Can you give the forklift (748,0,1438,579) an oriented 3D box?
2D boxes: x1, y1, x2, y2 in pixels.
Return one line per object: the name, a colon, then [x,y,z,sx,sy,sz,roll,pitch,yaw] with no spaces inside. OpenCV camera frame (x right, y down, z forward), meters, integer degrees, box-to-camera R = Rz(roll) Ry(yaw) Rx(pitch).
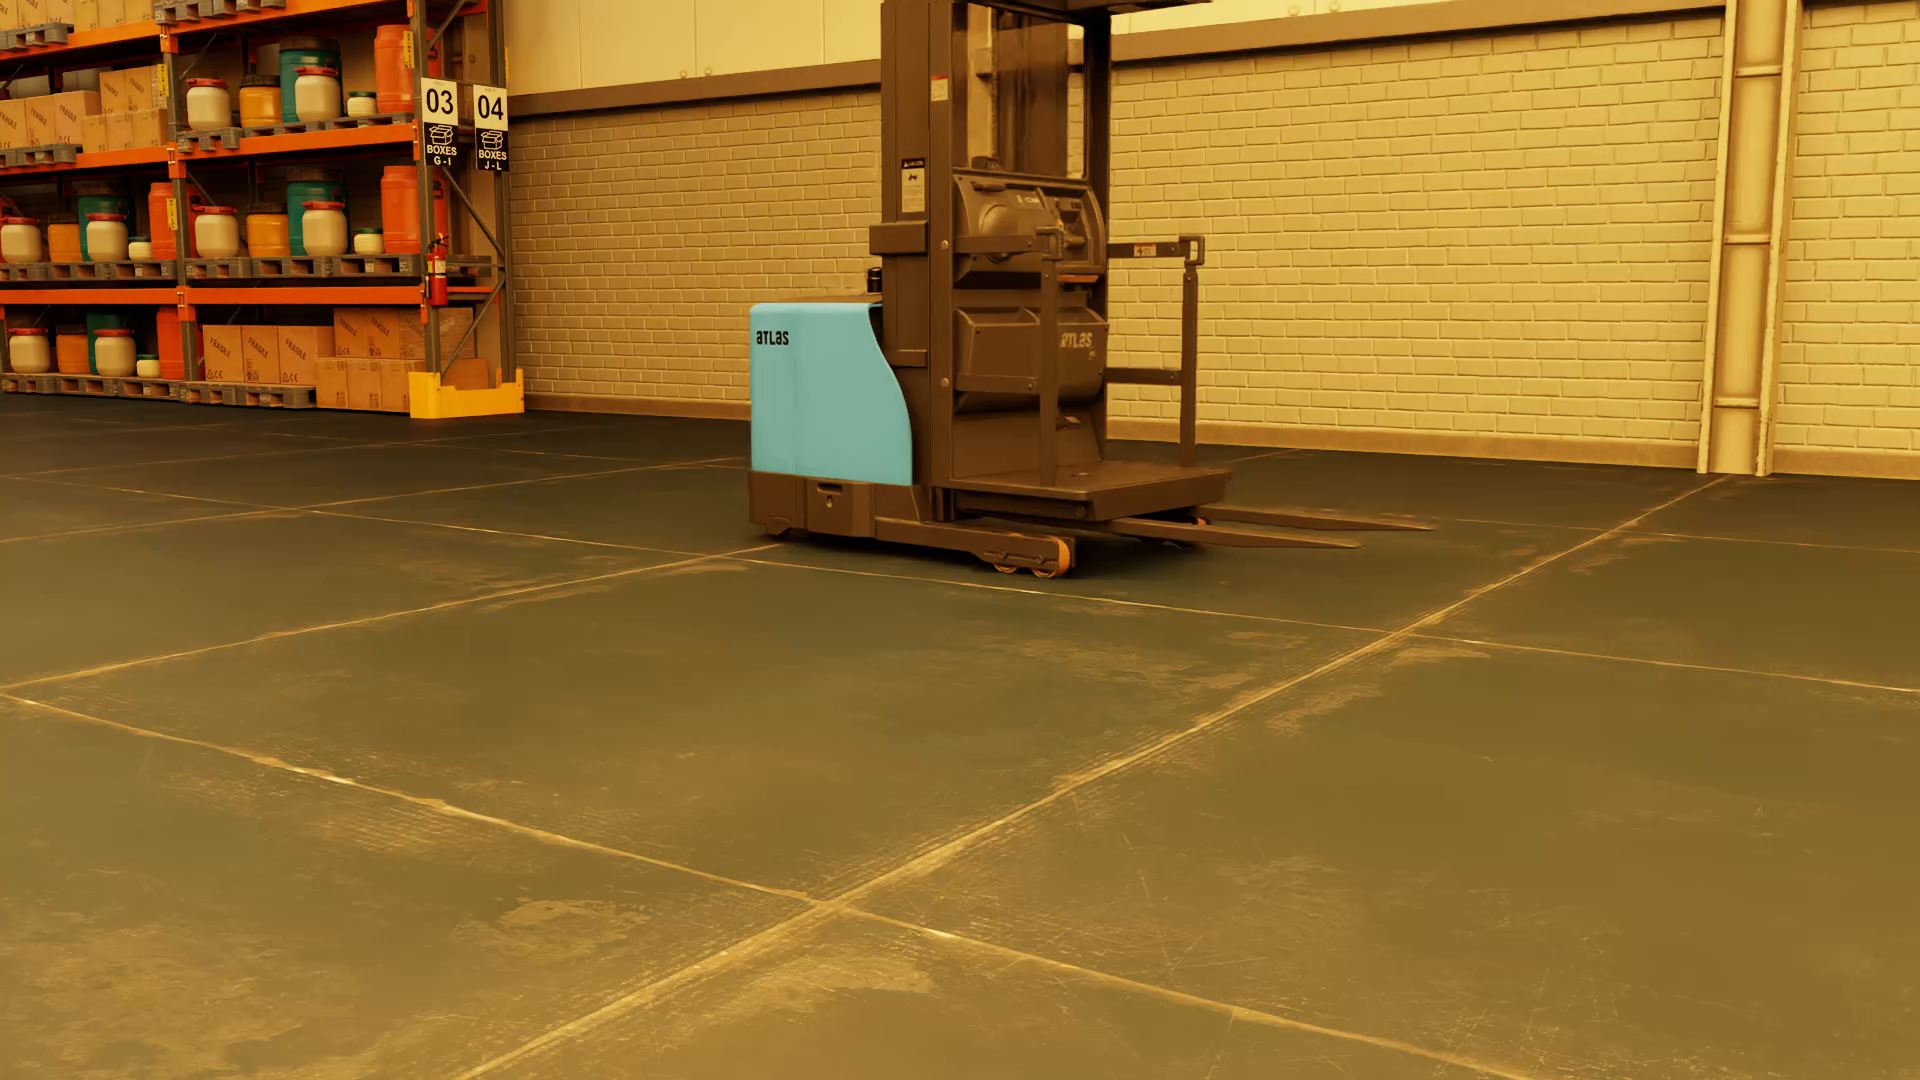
forklift: [0.468,-1.382,6.909,3.031,2.935,1.130,7,11,40]
